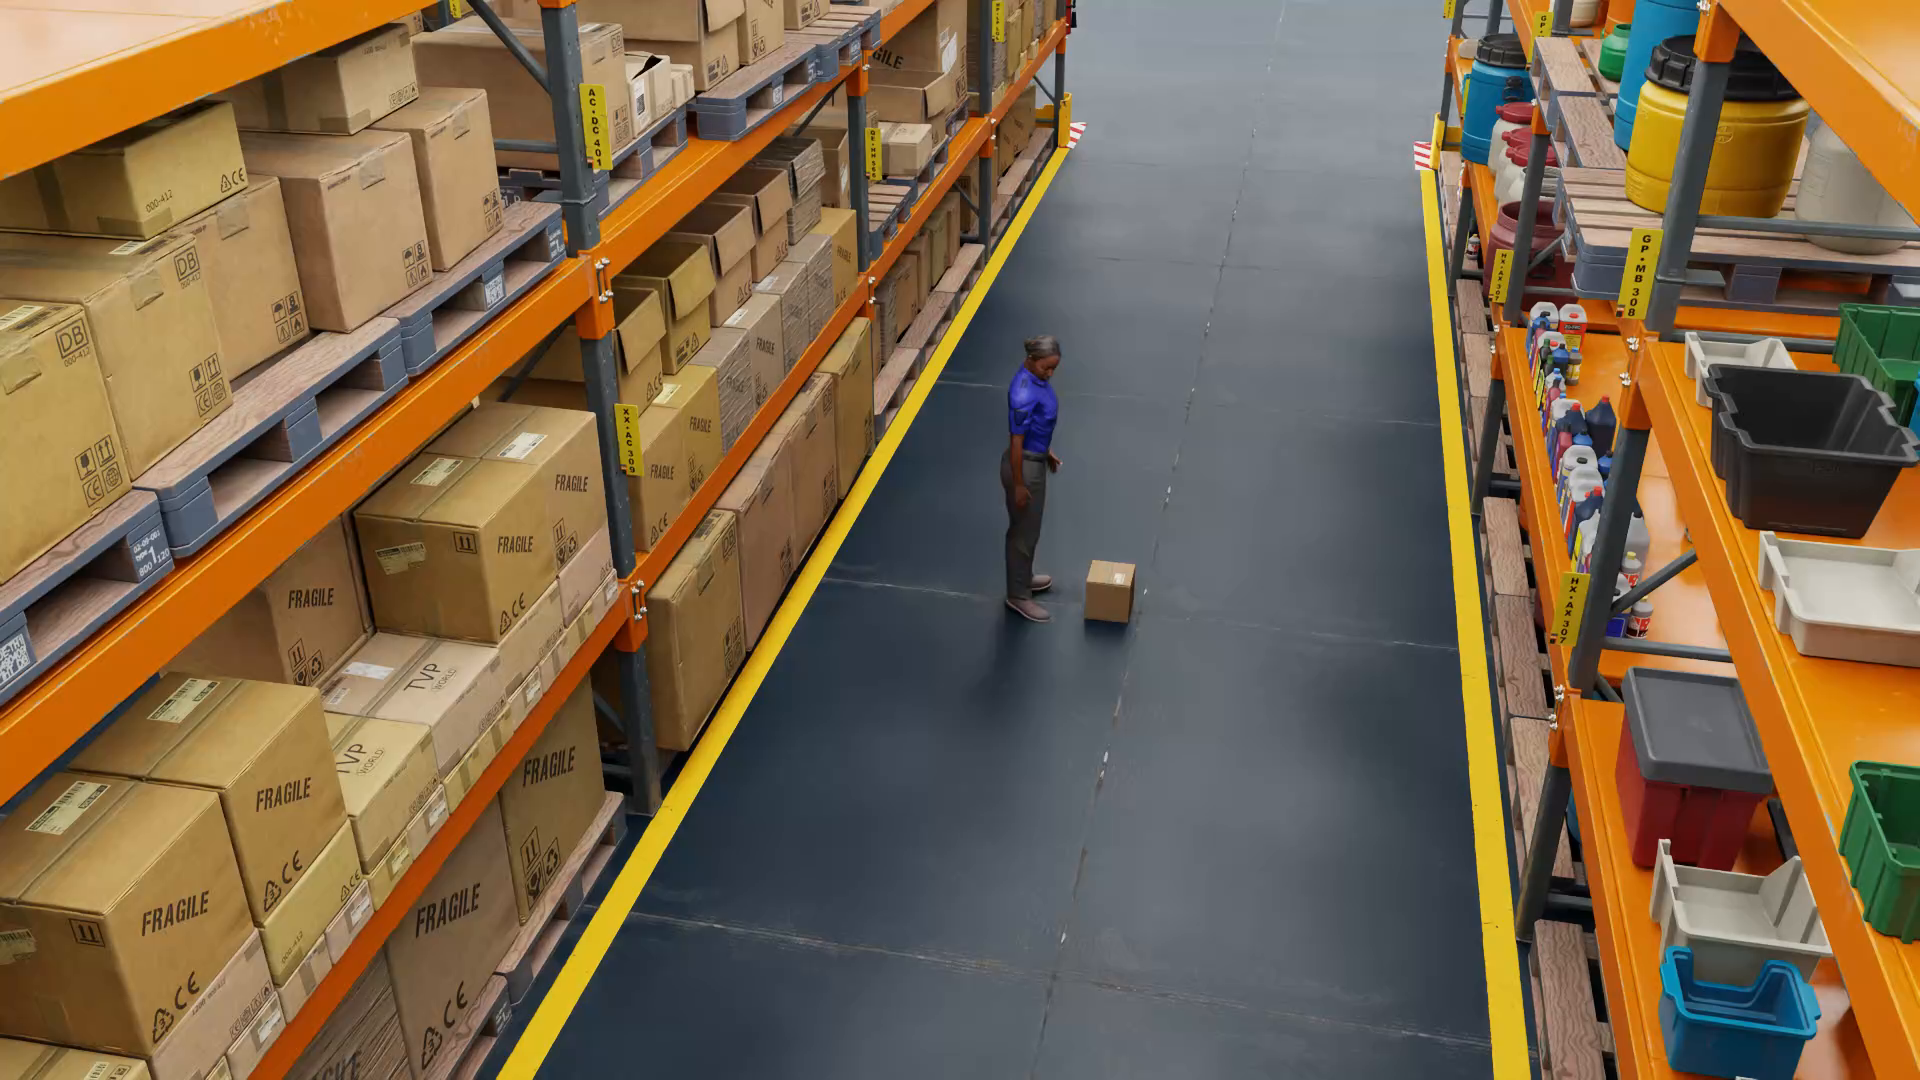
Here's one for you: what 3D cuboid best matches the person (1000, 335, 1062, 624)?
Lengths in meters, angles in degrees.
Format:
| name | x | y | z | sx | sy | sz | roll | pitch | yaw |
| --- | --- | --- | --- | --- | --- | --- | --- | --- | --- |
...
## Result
| name | x | y | z | sx | sy | sz | roll | pitch | yaw |
| --- | --- | --- | --- | --- | --- | --- | --- | --- | --- |
| person | 0.394 | -0.380 | 9.302 | 0.333 | 1.664 | 0.543 | 3 | 29 | 5 |
